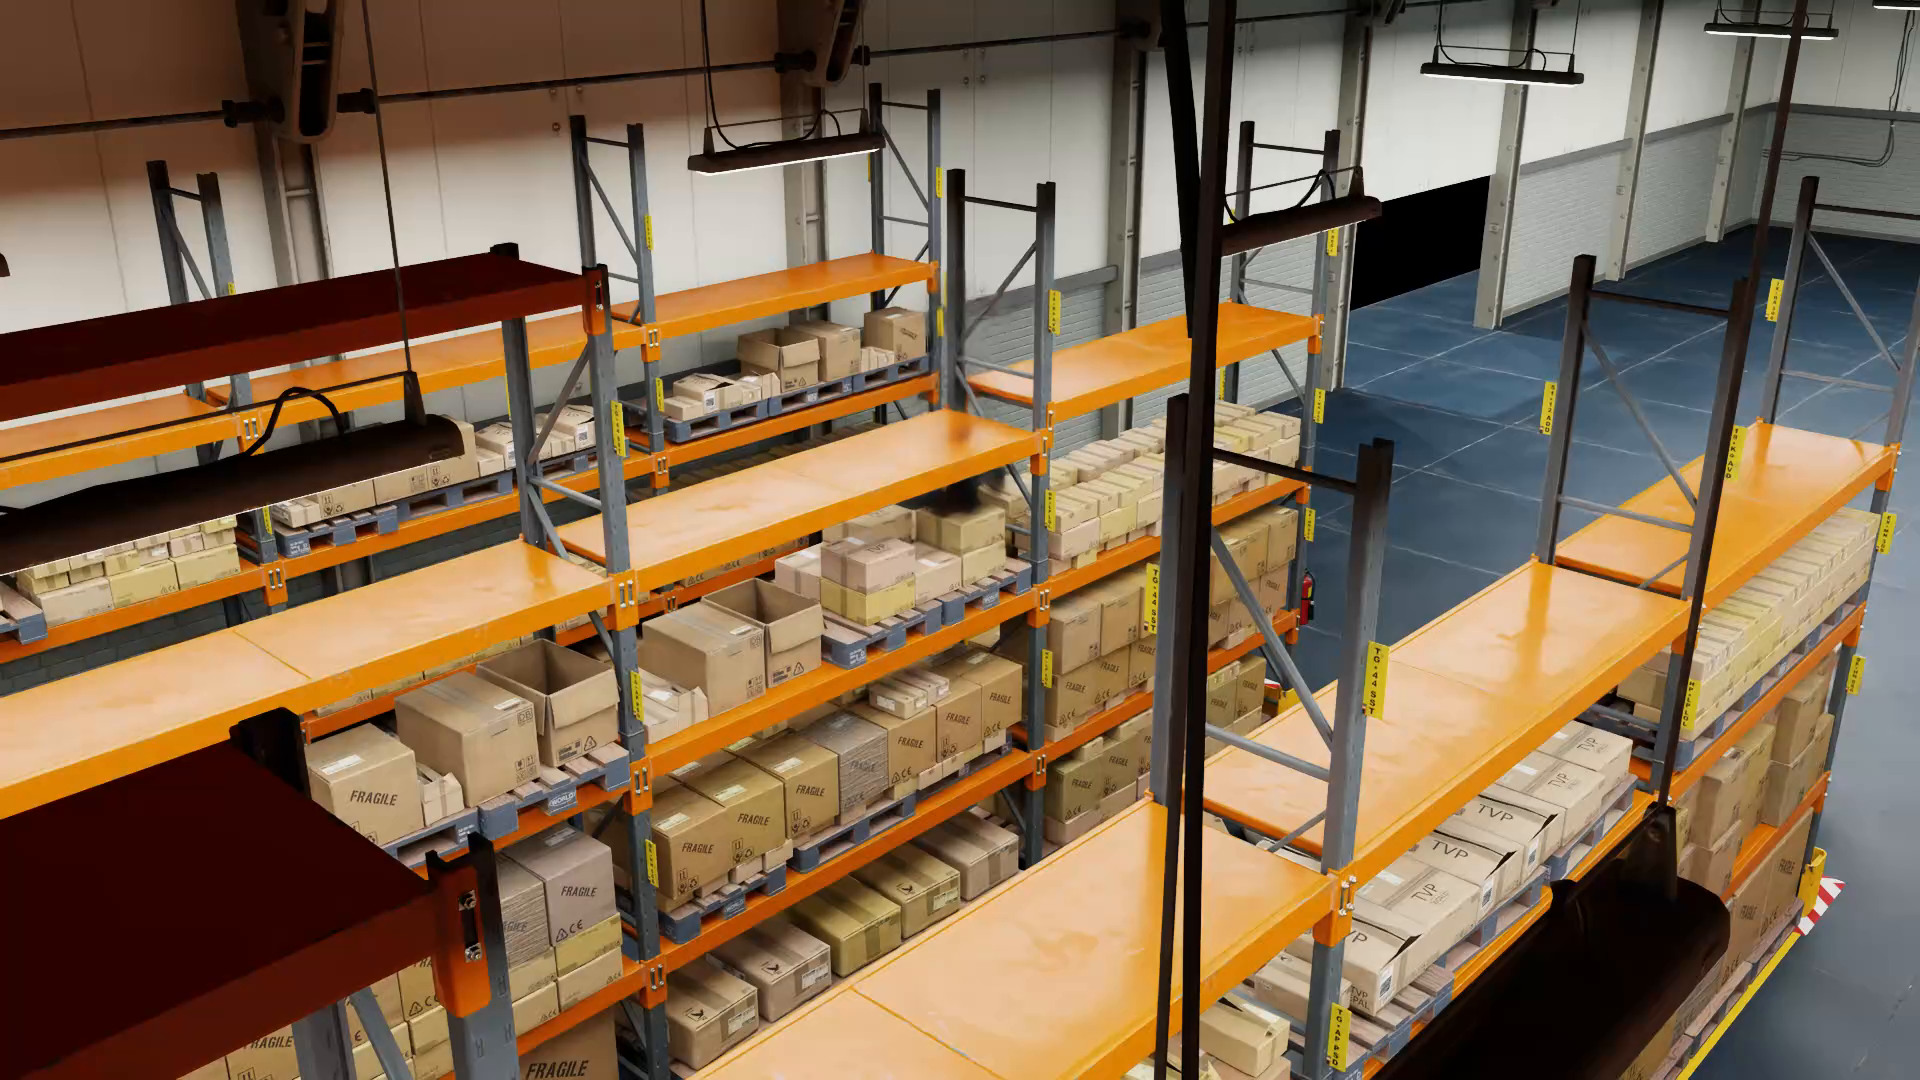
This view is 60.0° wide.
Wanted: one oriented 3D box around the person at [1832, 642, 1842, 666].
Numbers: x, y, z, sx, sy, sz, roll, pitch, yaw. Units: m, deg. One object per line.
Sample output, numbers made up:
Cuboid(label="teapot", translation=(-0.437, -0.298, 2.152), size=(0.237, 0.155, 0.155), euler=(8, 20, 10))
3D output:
Cuboid(label="person", translation=(8.095, 1.404, 15.978), size=(0.666, 1.802, 0.765), euler=(3, 21, 7))
